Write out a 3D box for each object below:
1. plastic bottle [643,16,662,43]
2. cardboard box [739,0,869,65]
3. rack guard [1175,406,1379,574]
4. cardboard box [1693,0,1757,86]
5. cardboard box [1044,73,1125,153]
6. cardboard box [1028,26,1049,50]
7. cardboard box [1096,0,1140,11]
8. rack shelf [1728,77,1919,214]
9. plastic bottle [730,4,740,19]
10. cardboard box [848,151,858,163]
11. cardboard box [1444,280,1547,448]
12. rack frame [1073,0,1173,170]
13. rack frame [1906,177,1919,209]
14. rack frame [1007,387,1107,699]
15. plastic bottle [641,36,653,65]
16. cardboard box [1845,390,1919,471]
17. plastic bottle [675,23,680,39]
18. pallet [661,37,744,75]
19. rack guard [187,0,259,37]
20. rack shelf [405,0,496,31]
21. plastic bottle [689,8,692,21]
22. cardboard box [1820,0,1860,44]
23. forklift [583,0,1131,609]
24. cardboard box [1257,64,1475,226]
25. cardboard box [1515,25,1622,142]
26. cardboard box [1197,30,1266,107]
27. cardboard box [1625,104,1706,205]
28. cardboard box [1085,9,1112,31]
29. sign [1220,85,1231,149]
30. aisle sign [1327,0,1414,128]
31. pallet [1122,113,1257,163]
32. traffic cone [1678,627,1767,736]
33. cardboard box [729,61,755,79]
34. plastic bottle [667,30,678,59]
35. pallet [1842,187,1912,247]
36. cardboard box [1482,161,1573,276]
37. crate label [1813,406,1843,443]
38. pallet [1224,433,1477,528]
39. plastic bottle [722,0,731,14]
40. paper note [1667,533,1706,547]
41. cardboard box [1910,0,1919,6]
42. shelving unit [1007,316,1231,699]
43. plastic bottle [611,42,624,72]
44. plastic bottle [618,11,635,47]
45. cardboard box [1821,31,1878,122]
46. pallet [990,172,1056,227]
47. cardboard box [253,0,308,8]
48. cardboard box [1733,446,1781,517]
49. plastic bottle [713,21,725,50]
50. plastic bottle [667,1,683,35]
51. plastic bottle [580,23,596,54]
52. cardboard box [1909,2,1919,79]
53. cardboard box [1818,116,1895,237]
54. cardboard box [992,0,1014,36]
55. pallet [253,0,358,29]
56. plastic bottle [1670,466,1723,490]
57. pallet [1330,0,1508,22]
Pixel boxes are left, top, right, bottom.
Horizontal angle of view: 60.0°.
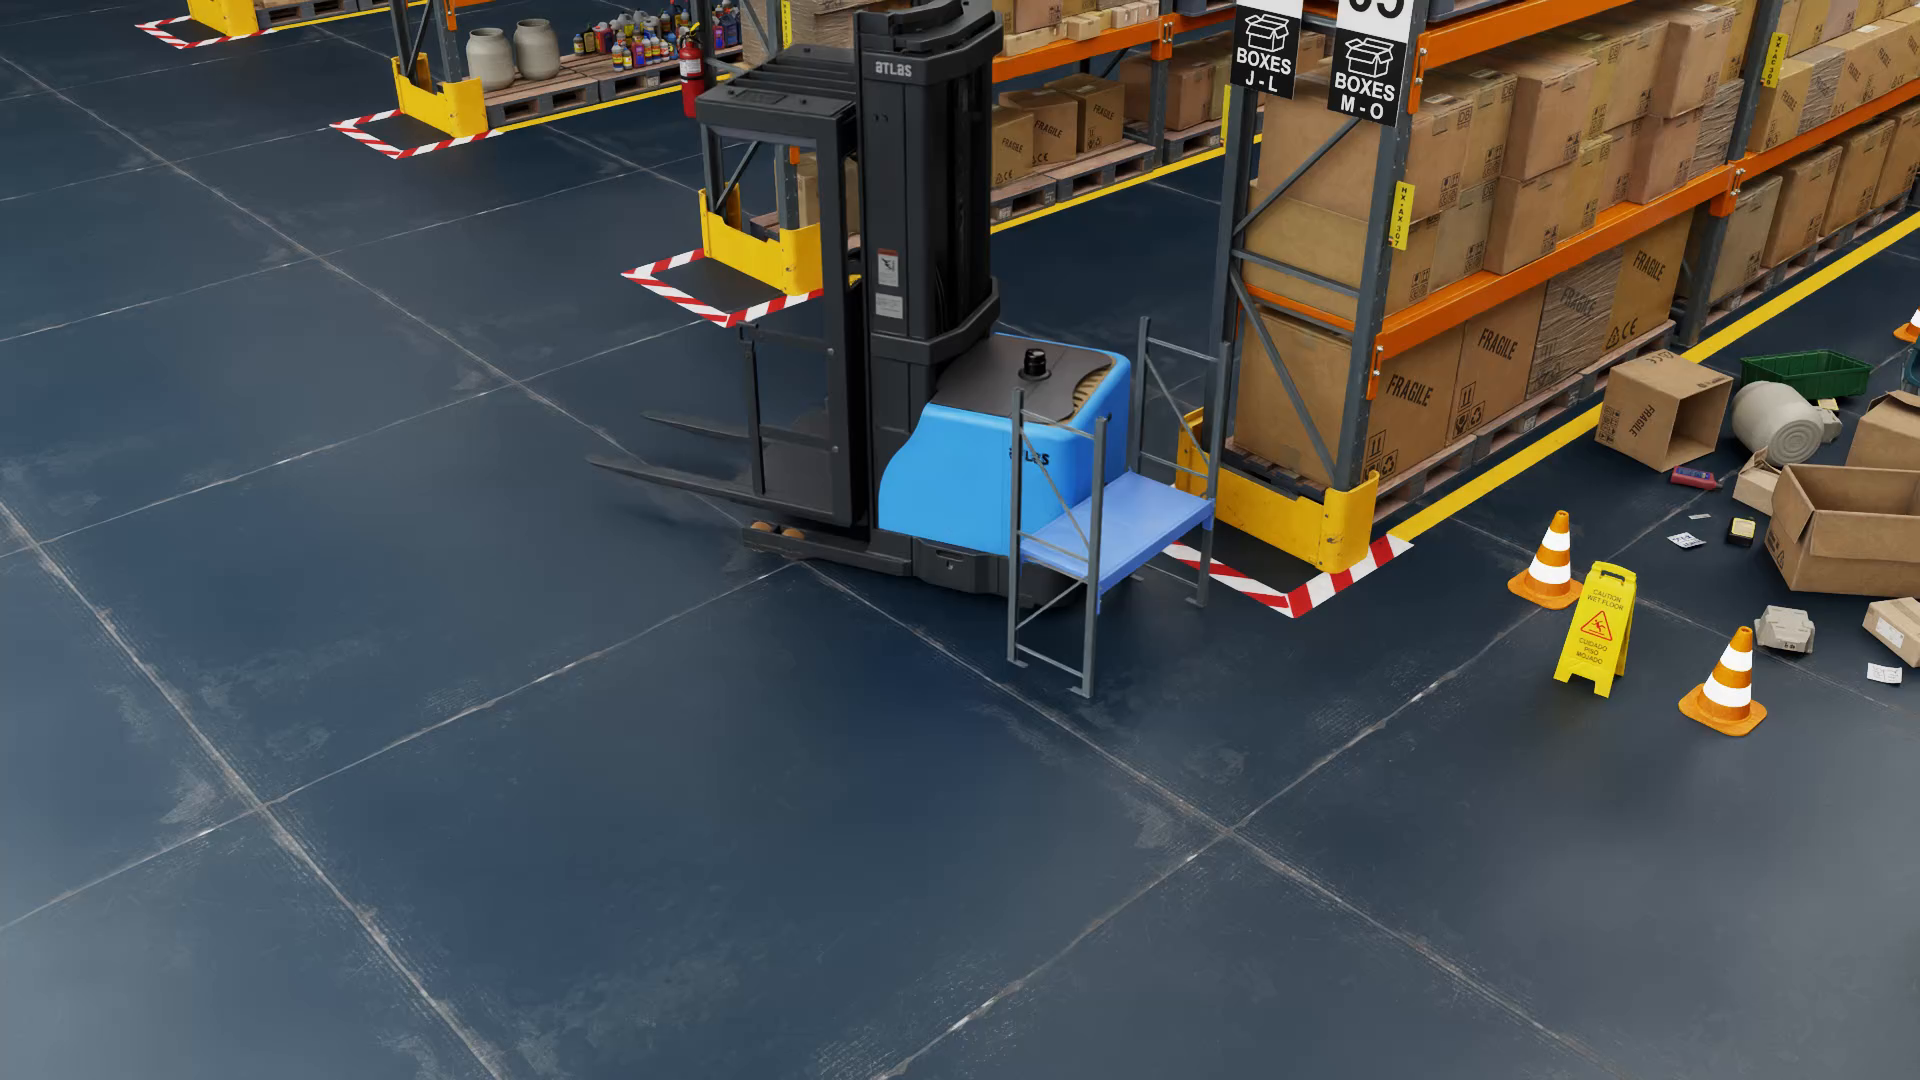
[{"bbox_3d":[-3.180,-5.255,17.158,0.135,0.276,0.152,-26,40,-35],"label":"plastic bottle"},{"bbox_3d":[-1.119,-3.663,11.985,0.500,0.500,0.875,-26,40,-35],"label":"cardboard box"},{"bbox_3d":[1.740,-0.301,9.263,0.348,0.500,1.175,-26,40,-35],"label":"rack guard"},{"bbox_3d":[4.397,-3.202,10.432,0.550,0.550,0.875,-26,40,-35],"label":"cardboard box"},{"bbox_3d":[1.072,-3.714,14.442,0.500,0.500,0.500,-27,41,-37],"label":"cardboard box"},{"bbox_3d":[0.484,-4.008,13.170,0.250,0.149,0.380,-26,40,-35],"label":"cardboard box"},{"bbox_3d":[1.020,-4.762,13.781,0.500,0.500,0.875,-26,40,-35],"label":"cardboard box"},{"bbox_3d":[6.157,-3.197,12.293,4.000,0.370,1.077,-26,40,-35],"label":"rack shelf"},{"bbox_3d":[-2.350,-5.397,17.318,0.185,0.351,0.144,-26,40,-35],"label":"plastic bottle"},{"bbox_3d":[-0.657,-2.862,13.049,0.500,0.500,0.500,-15,35,-23],"label":"cardboard box"},{"bbox_3d":[2.854,-1.227,10.016,0.875,0.875,0.875,-27,40,-36],"label":"cardboard box"},{"bbox_3d":[1.392,-4.728,14.107,0.127,3.000,1.000,-26,40,-35],"label":"rack frame"},{"bbox_3d":[7.624,-4.214,13.265,0.127,3.000,1.000,-26,40,-35],"label":"rack frame"},{"bbox_3d":[0.439,0.036,7.752,0.500,1.500,0.032,23,38,33],"label":"rack frame"},{"bbox_3d":[-3.116,-4.873,16.537,0.097,0.271,0.097,0,31,0],"label":"plastic bottle"},{"bbox_3d":[5.444,-0.437,9.353,0.503,0.637,0.797,-26,40,-35],"label":"cardboard box"},{"bbox_3d":[-2.824,-5.115,16.921,0.133,0.283,0.061,-26,40,-35],"label":"plastic bottle"},{"bbox_3d":[-2.496,-5.211,17.569,1.213,0.211,1.003,-26,40,-35],"label":"pallet"},{"bbox_3d":[-8.291,-6.025,18.624,0.348,0.500,1.175,-26,40,-35],"label":"rack guard"},{"bbox_3d":[-3.442,-5.606,16.233,4.000,0.370,1.077,-26,40,-35],"label":"rack shelf"},{"bbox_3d":[-2.751,-5.498,17.483,0.185,0.351,0.144,-26,40,-35],"label":"plastic bottle"},{"bbox_3d":[5.797,-3.805,11.542,0.500,0.500,0.700,-25,40,-35],"label":"cardboard box"},{"bbox_3d":[-0.648,-1.383,8.702,3.031,2.935,1.130,12,34,19],"label":"forklift"},{"bbox_3d":[2.056,-2.017,8.495,0.550,0.550,0.875,-26,40,-35],"label":"cardboard box"},{"bbox_3d":[3.200,-2.632,9.500,0.500,0.550,0.875,-26,40,-35],"label":"cardboard box"},{"bbox_3d":[2.630,-4.419,15.576,0.700,0.500,0.500,25,40,35],"label":"cardboard box"},{"bbox_3d":[4.040,-2.520,10.351,0.550,0.550,0.875,-26,40,-35],"label":"cardboard box"},{"bbox_3d":[1.021,-4.281,13.617,0.250,0.149,0.380,-26,40,-35],"label":"cardboard box"},{"bbox_3d":[1.399,-2.183,8.608,0.005,0.325,0.100,-26,40,-35],"label":"sign"},{"bbox_3d":[1.909,-2.345,7.718,0.004,0.787,0.394,-26,40,-35],"label":"aisle sign"},{"bbox_3d":[1.962,-3.815,15.287,1.213,0.211,1.003,-26,40,-35],"label":"pallet"},{"bbox_3d":[3.631,0.614,7.802,0.334,0.463,0.336,-26,40,-35],"label":"traffic cone"},{"bbox_3d":[-1.472,-3.382,12.146,0.250,0.149,0.380,-26,40,-35],"label":"cardboard box"},{"bbox_3d":[-2.894,-4.980,16.713,0.097,0.271,0.097,0,31,0],"label":"plastic bottle"},{"bbox_3d":[6.994,-2.773,13.583,1.213,0.211,1.003,-26,40,-35],"label":"pallet"},{"bbox_3d":[2.883,-1.943,9.408,0.550,0.550,0.875,-26,40,-35],"label":"cardboard box"},{"bbox_3d":[5.290,-0.723,10.302,0.298,0.136,0.250,4,32,6],"label":"crate label"},{"bbox_3d":[2.291,-0.500,9.865,1.213,0.211,1.003,-26,40,-35],"label":"pallet"},{"bbox_3d":[-2.507,-5.701,17.892,0.097,0.271,0.097,0,31,0],"label":"plastic bottle"},{"bbox_3d":[4.031,0.000,9.223,0.142,0.017,0.144,-12,34,-19],"label":"paper note"},{"bbox_3d":[6.918,-4.347,12.430,0.500,0.500,0.700,-26,40,-36],"label":"cardboard box"},{"bbox_3d":[0.762,-0.168,8.087,0.538,1.500,1.048,23,38,33],"label":"shelving unit"},{"bbox_3d":[-3.367,-4.751,16.339,0.097,0.271,0.097,0,31,0],"label":"plastic bottle"},{"bbox_3d":[-3.436,-5.269,17.109,0.185,0.351,0.144,-24,39,-34],"label":"plastic bottle"},{"bbox_3d":[5.997,-3.277,11.637,0.500,0.500,0.500,-26,40,-36],"label":"cardboard box"},{"bbox_3d":[0.029,-2.852,13.711,1.213,0.211,1.003,-26,40,-35],"label":"pallet"},{"bbox_3d":[-7.729,-6.211,18.766,0.500,0.250,0.500,-26,40,-35],"label":"cardboard box"},{"bbox_3d":[4.682,-0.314,9.509,0.258,0.266,0.396,-19,36,-28],"label":"cardboard box"},{"bbox_3d":[-2.484,-5.171,17.013,0.133,0.283,0.061,-23,38,-32],"label":"plastic bottle"},{"bbox_3d":[-2.988,-5.486,17.463,0.144,0.351,0.185,27,41,37],"label":"plastic bottle"},{"bbox_3d":[-3.787,-5.100,16.898,0.133,0.283,0.061,-25,39,-34],"label":"plastic bottle"},{"bbox_3d":[7.109,-3.817,12.522,0.500,0.500,0.500,-26,40,-35],"label":"cardboard box"},{"bbox_3d":[6.477,-2.940,12.937,0.750,0.750,1.050,-25,39,-35],"label":"cardboard box"},{"bbox_3d":[-0.063,-4.220,12.895,0.500,0.500,0.875,-26,40,-35],"label":"cardboard box"},{"bbox_3d":[-7.741,-6.198,19.183,1.213,0.211,1.003,-26,40,-35],"label":"pallet"},{"bbox_3d":[4.338,-0.358,9.777,0.283,0.061,0.133,15,34,23],"label":"plastic bottle"},{"bbox_3d":[2.294,-2.885,8.302,1.213,0.211,1.003,-26,40,-35],"label":"pallet"}]
